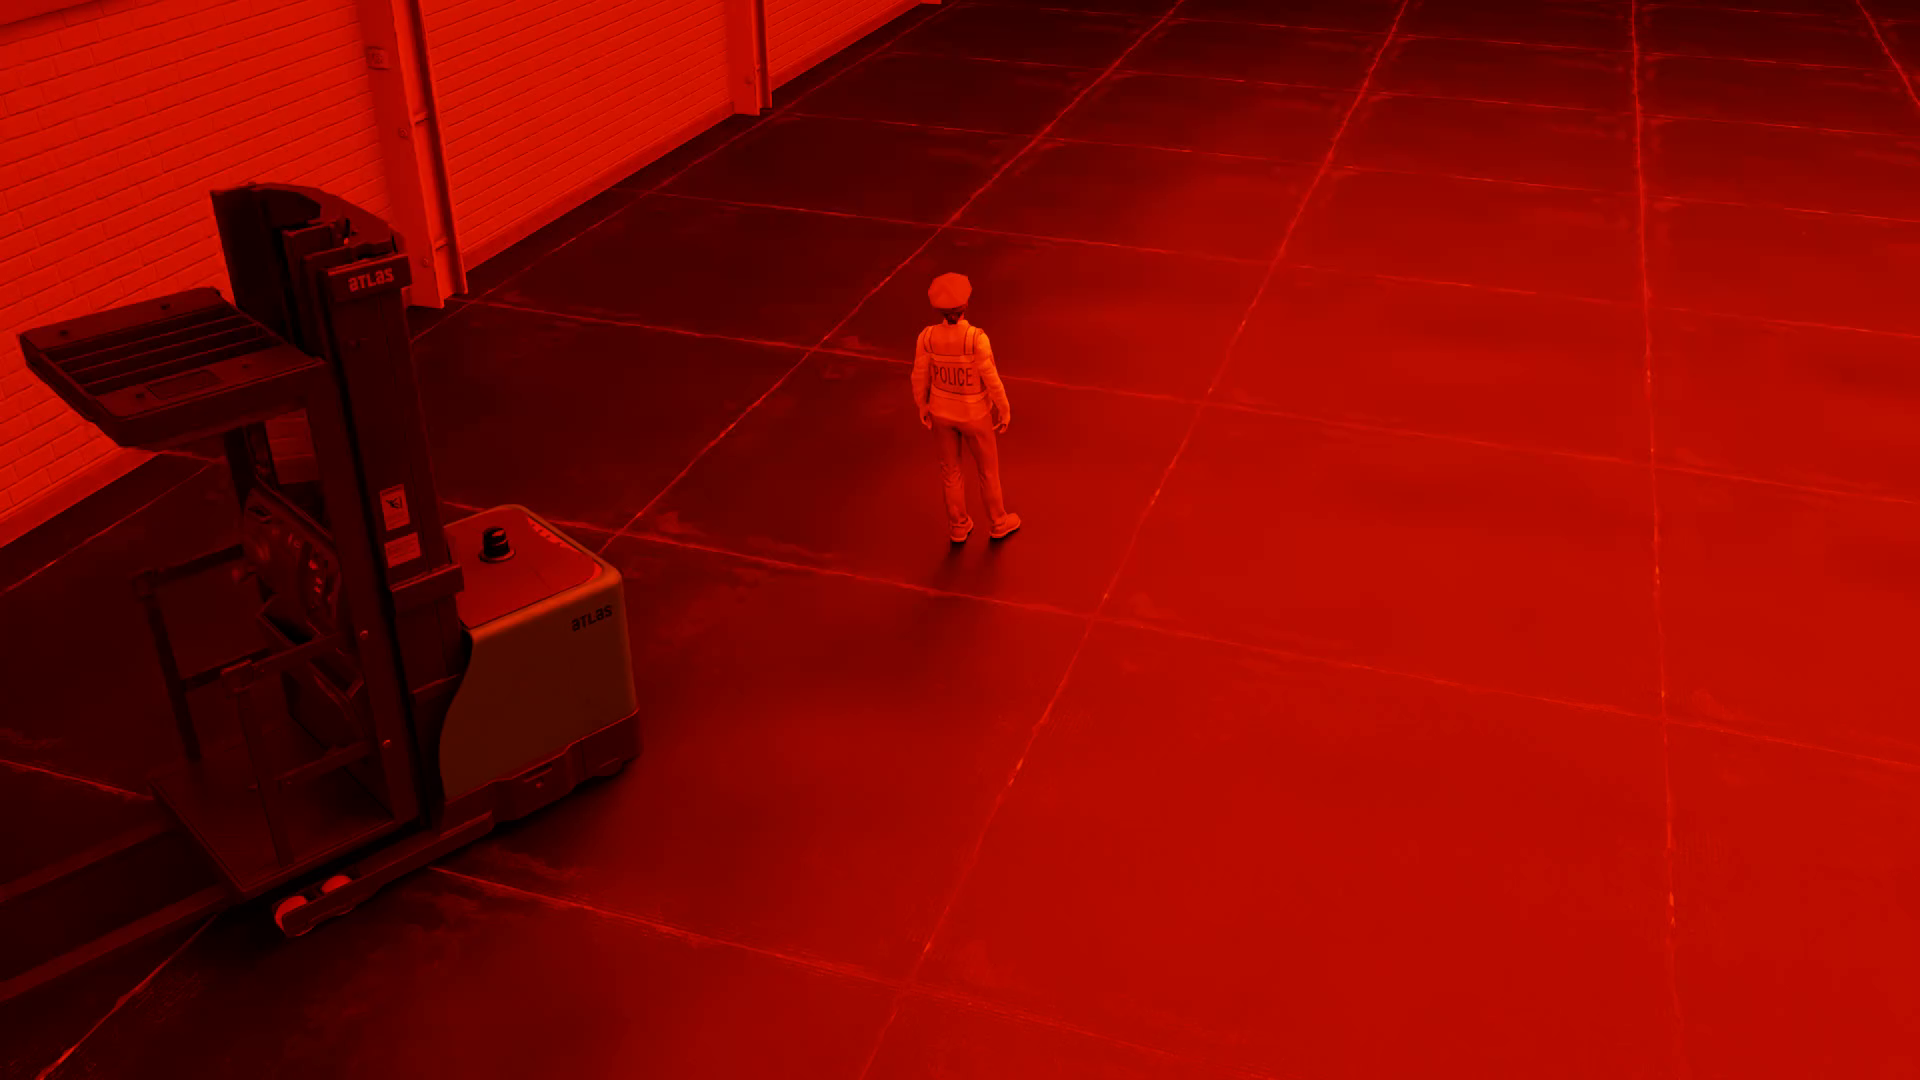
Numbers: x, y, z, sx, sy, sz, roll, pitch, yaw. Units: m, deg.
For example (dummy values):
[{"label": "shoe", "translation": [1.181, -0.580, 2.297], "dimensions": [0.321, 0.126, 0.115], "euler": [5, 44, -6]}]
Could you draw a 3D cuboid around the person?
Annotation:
[{"label": "person", "translation": [0.028, -0.773, 9.726], "dimensions": [0.587, 1.696, 0.534], "euler": [10, 31, 16]}]

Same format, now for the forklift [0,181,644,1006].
[{"label": "forklift", "translation": [-2.972, 0.130, 6.908], "dimensions": [3.031, 2.935, 1.130], "euler": [-25, 38, -36]}]
